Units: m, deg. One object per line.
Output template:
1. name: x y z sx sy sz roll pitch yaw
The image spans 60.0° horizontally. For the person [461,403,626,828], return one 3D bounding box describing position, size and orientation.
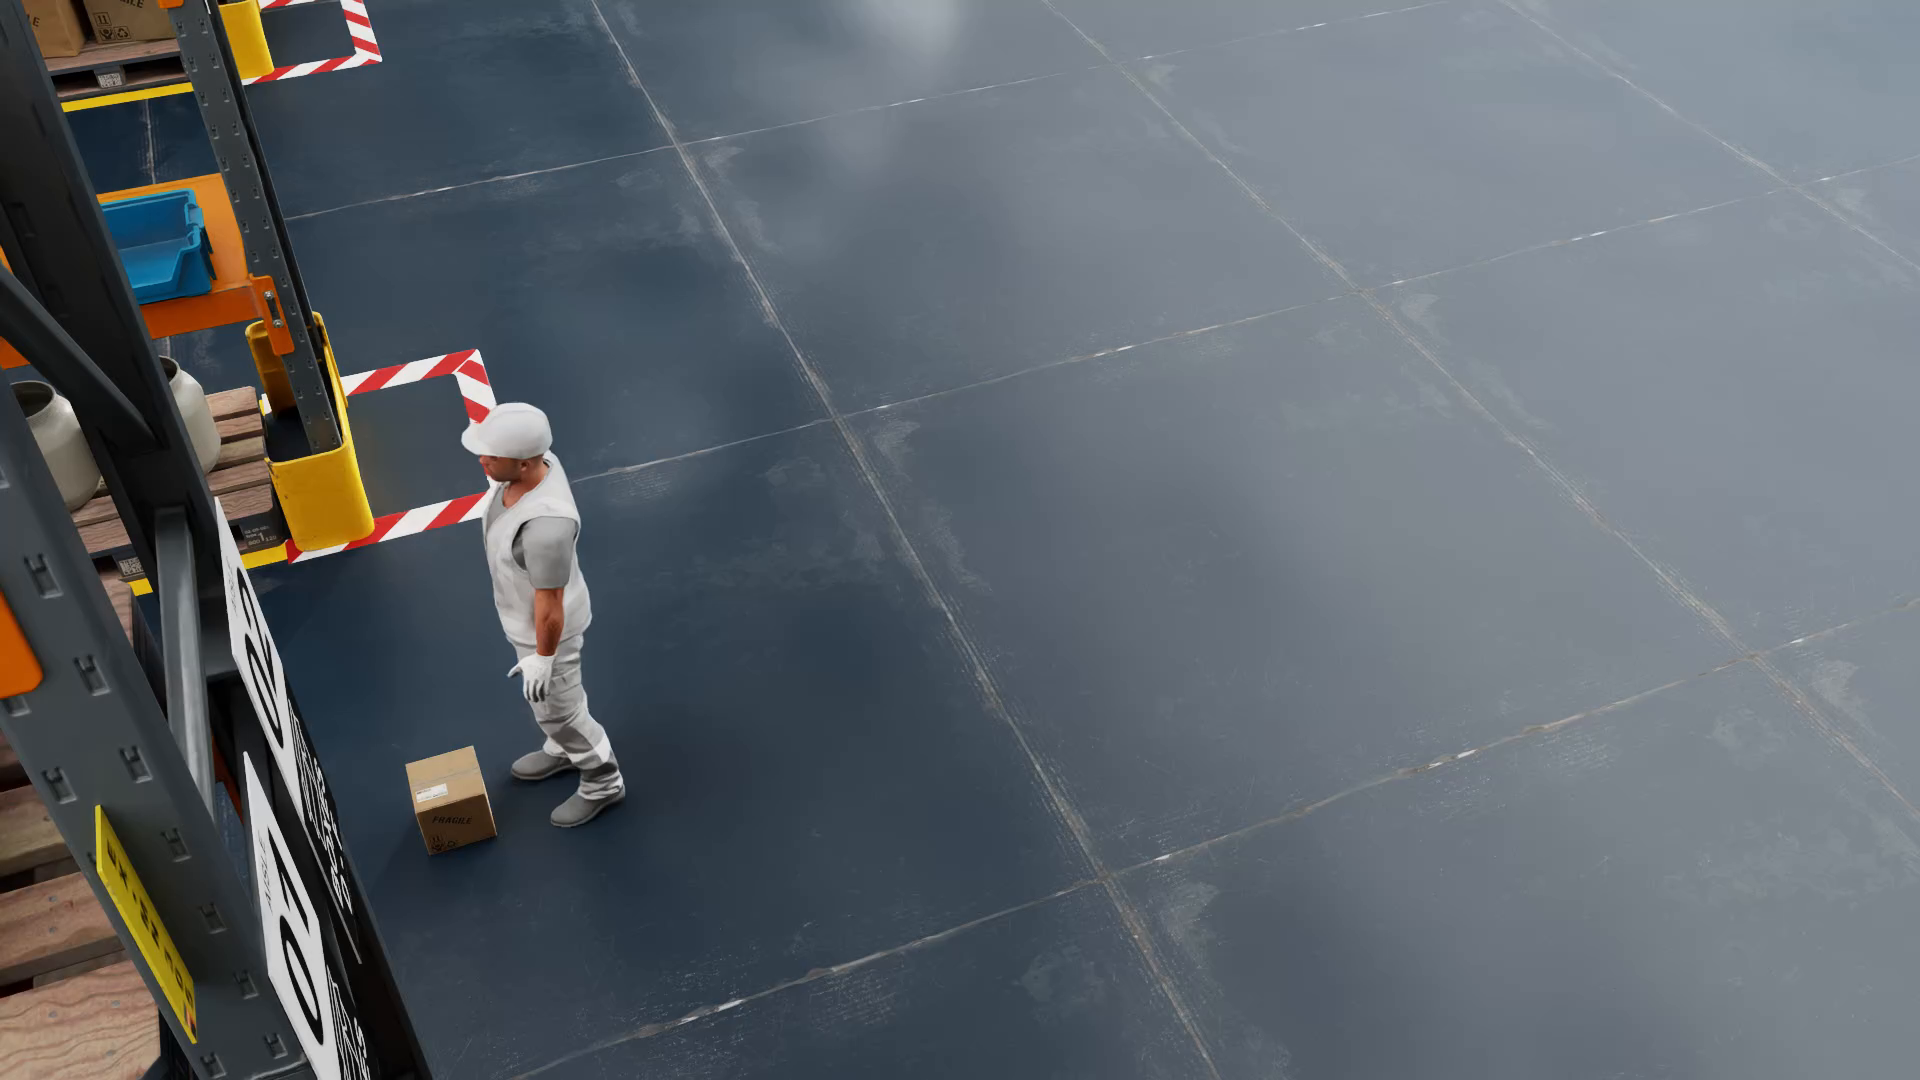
1. person: -1.487 0.279 5.816 0.429 1.809 0.587 -15 43 -16
